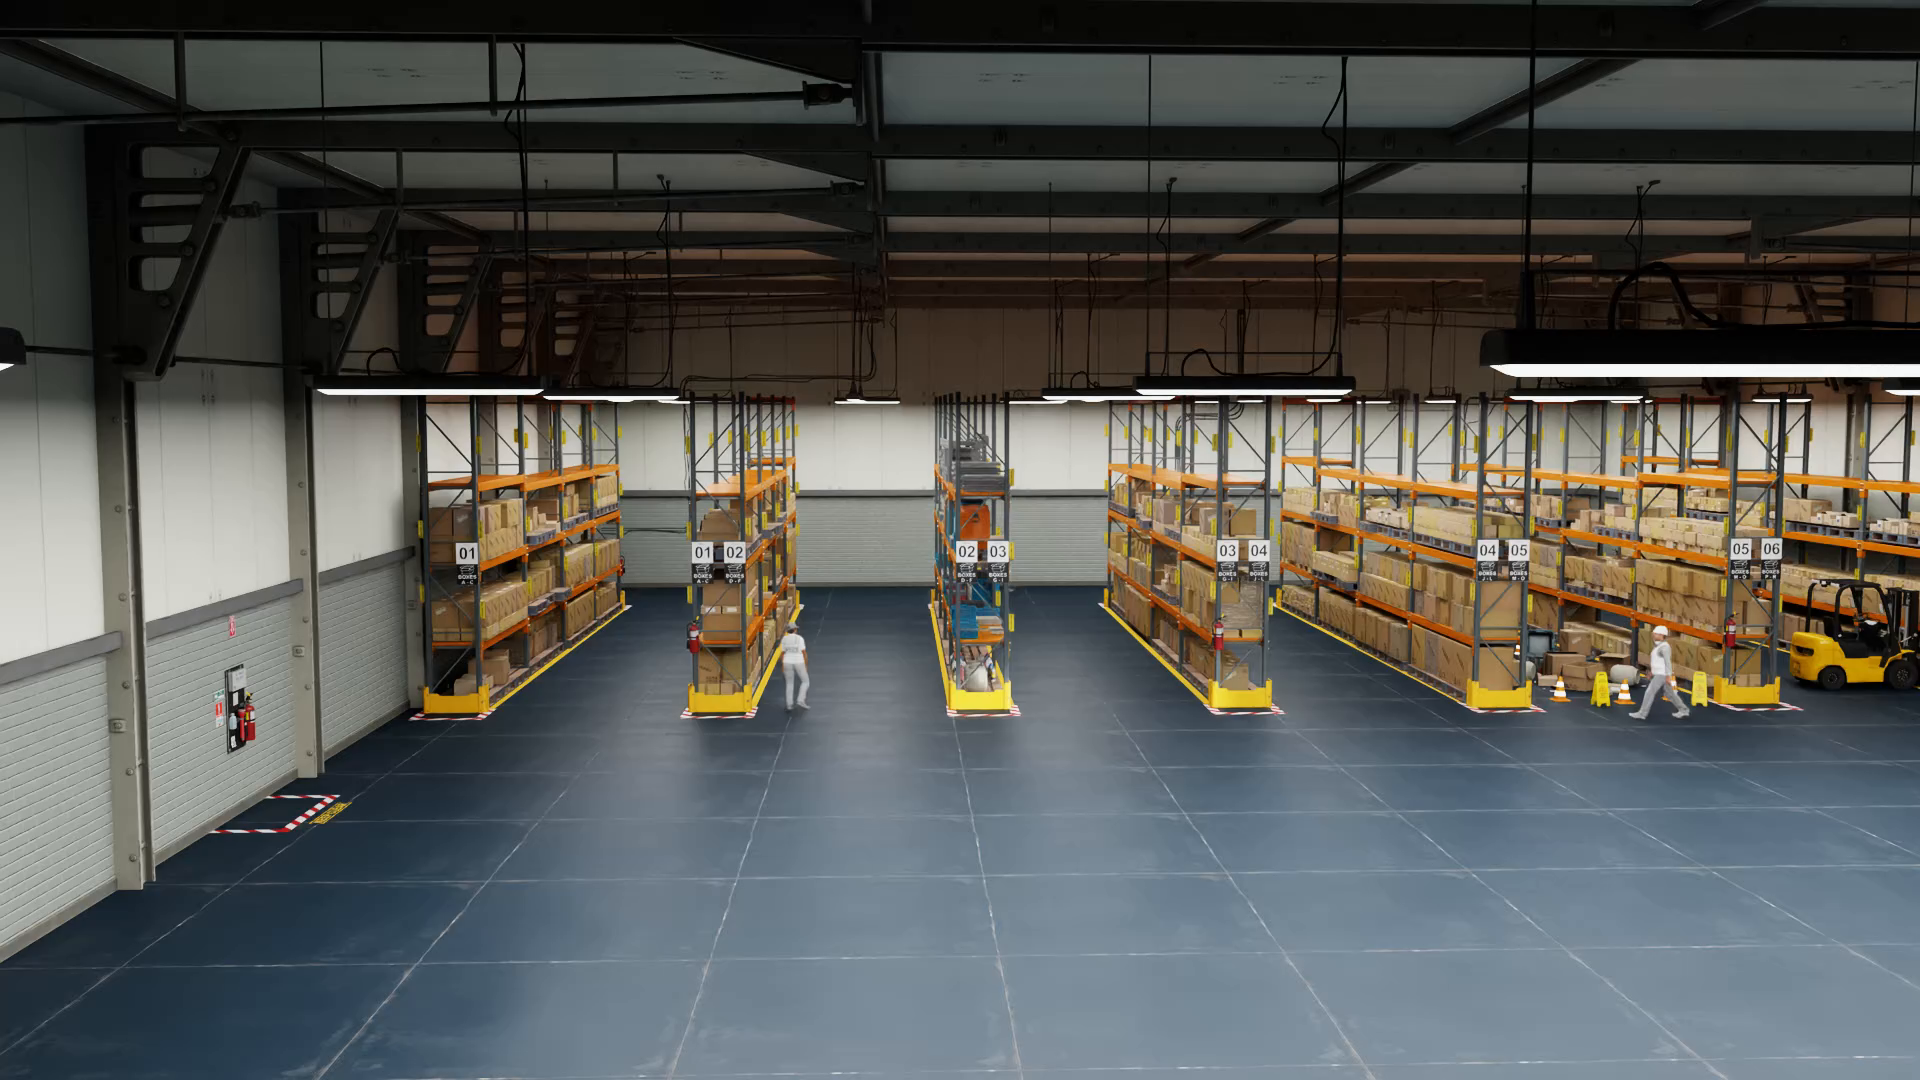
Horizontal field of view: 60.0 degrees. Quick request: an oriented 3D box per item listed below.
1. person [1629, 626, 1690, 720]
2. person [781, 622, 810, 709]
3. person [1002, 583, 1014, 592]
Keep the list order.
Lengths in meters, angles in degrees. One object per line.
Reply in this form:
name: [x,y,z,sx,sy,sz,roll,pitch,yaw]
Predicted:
person: [12.791,2.426,30.365,1.070,1.726,0.546,1,5,13]
person: [-3.111,2.373,31.413,0.573,1.652,0.442,1,5,12]
person: [1.172,0.786,51.385,1.117,1.648,0.542,2,5,28]
